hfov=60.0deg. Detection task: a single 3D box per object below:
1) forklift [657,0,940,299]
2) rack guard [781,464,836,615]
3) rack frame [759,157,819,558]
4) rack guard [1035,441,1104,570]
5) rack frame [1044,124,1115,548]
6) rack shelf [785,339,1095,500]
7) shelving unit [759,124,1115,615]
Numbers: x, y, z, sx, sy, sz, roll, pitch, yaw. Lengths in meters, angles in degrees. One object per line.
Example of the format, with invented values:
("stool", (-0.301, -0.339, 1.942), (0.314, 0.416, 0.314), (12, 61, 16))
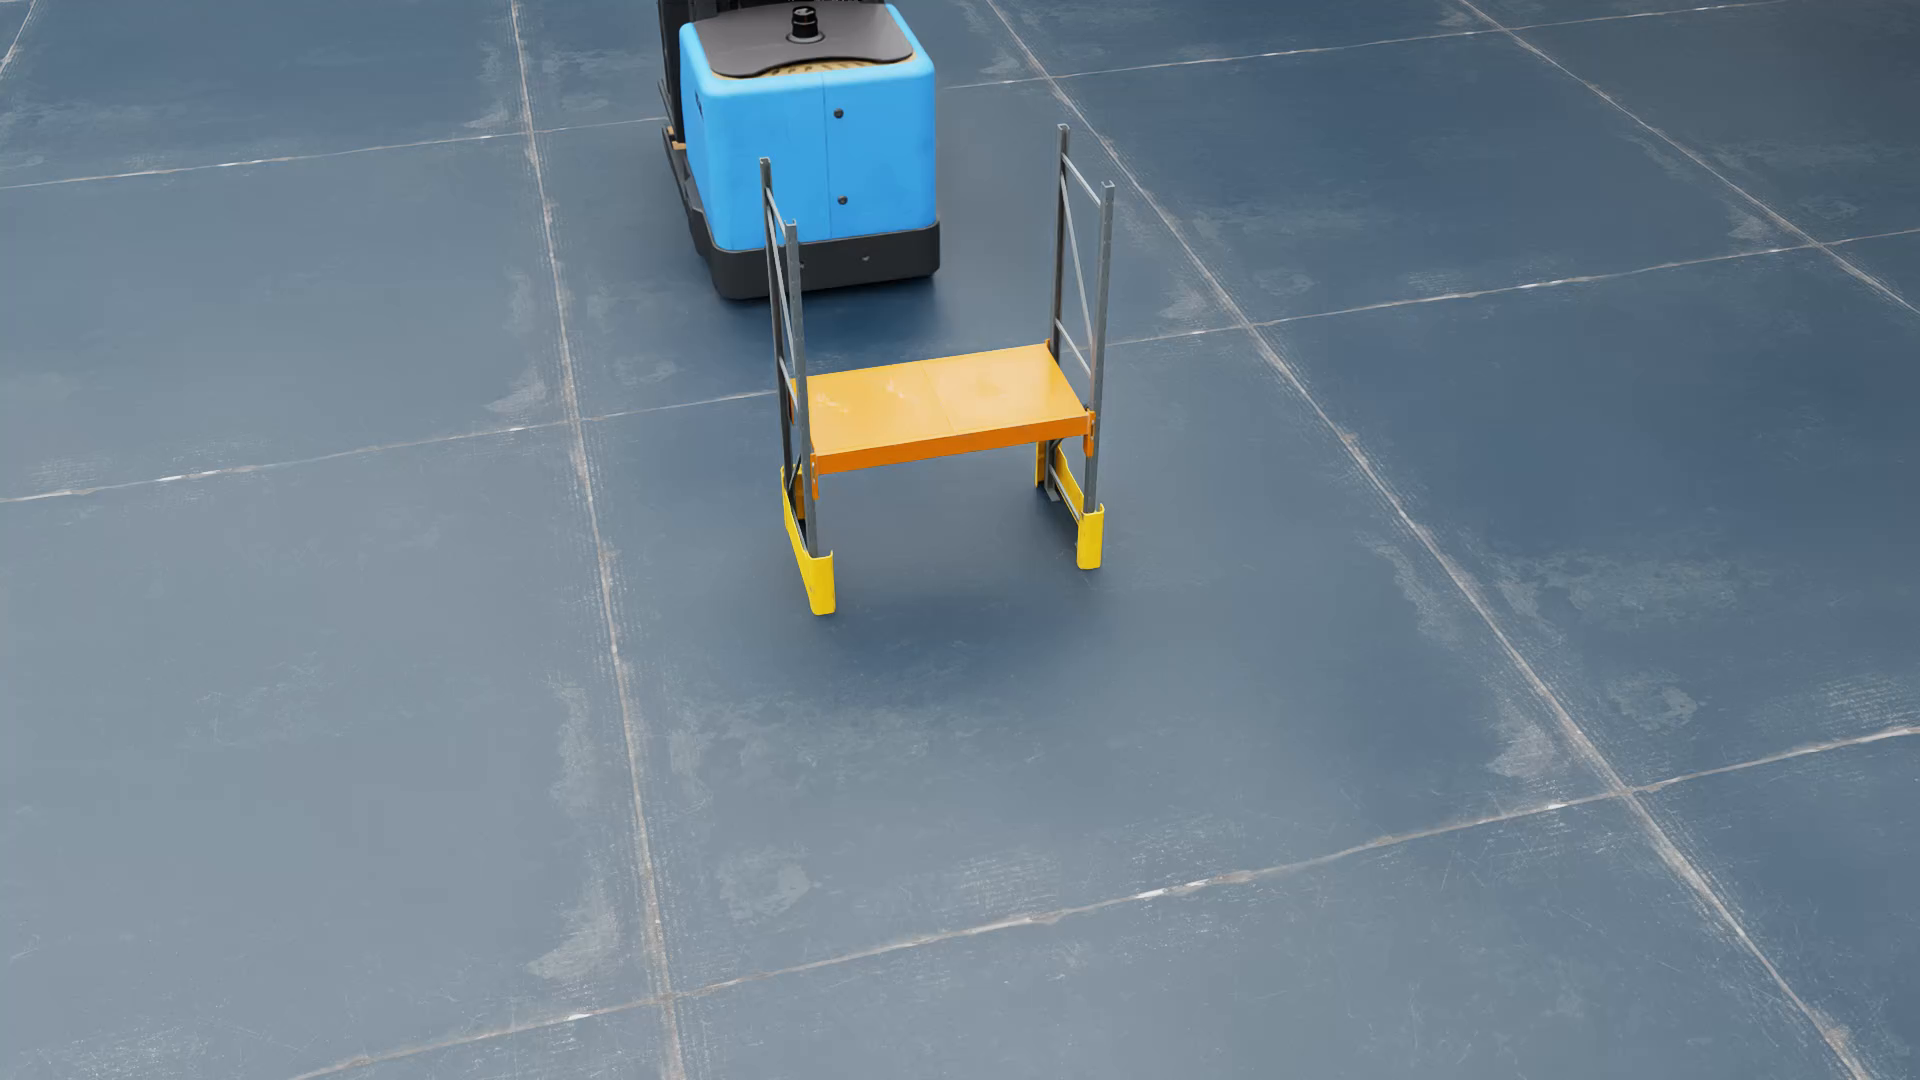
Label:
("forklift", (-0.971, -3.158, 7.966), (1.130, 2.935, 3.031), (-9, 38, -12))
("rack guard", (-0.554, -0.008, 6.055), (0.087, 0.250, 0.587), (-9, 38, -12))
("rack frame", (-0.573, -0.502, 5.671), (0.032, 1.500, 0.500), (-9, 38, -12))
("rack guard", (0.407, -0.166, 6.261), (0.087, 0.250, 0.587), (-9, 38, -12))
("rack frame", (0.408, -0.663, 5.882), (0.032, 1.500, 0.500), (-9, 38, -12))
("rack shelf", (-0.082, -0.439, 5.886), (1.000, 0.185, 0.538), (-9, 38, -12))
("shelving unit", (-0.074, -0.584, 5.779), (1.083, 1.500, 0.587), (-9, 38, -12))
